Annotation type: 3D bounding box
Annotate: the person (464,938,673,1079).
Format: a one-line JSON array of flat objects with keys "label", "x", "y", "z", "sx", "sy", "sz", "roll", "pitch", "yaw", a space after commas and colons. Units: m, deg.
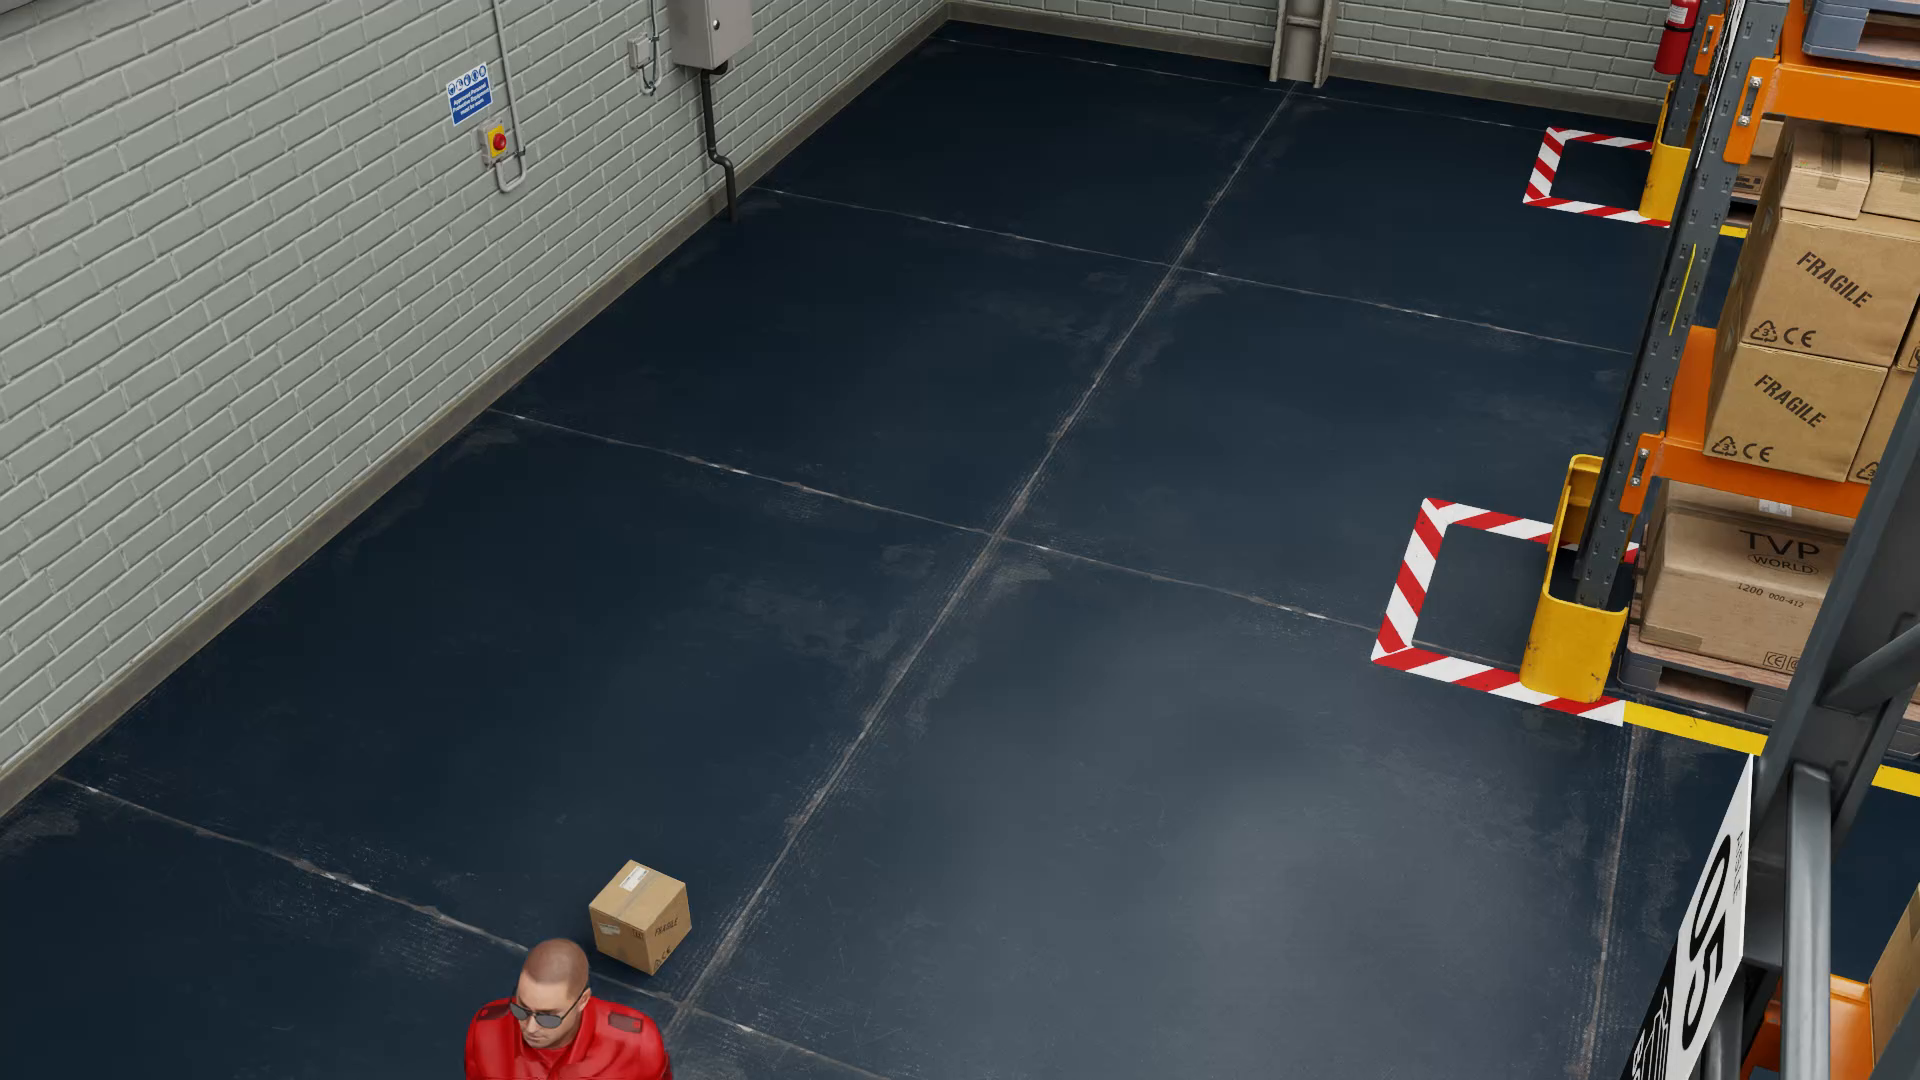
[{"label": "person", "x": -1.009, "y": 1.665, "z": 4.449, "sx": 0.539, "sy": 1.696, "sz": 0.694, "roll": 3, "pitch": 37, "yaw": 4}]
